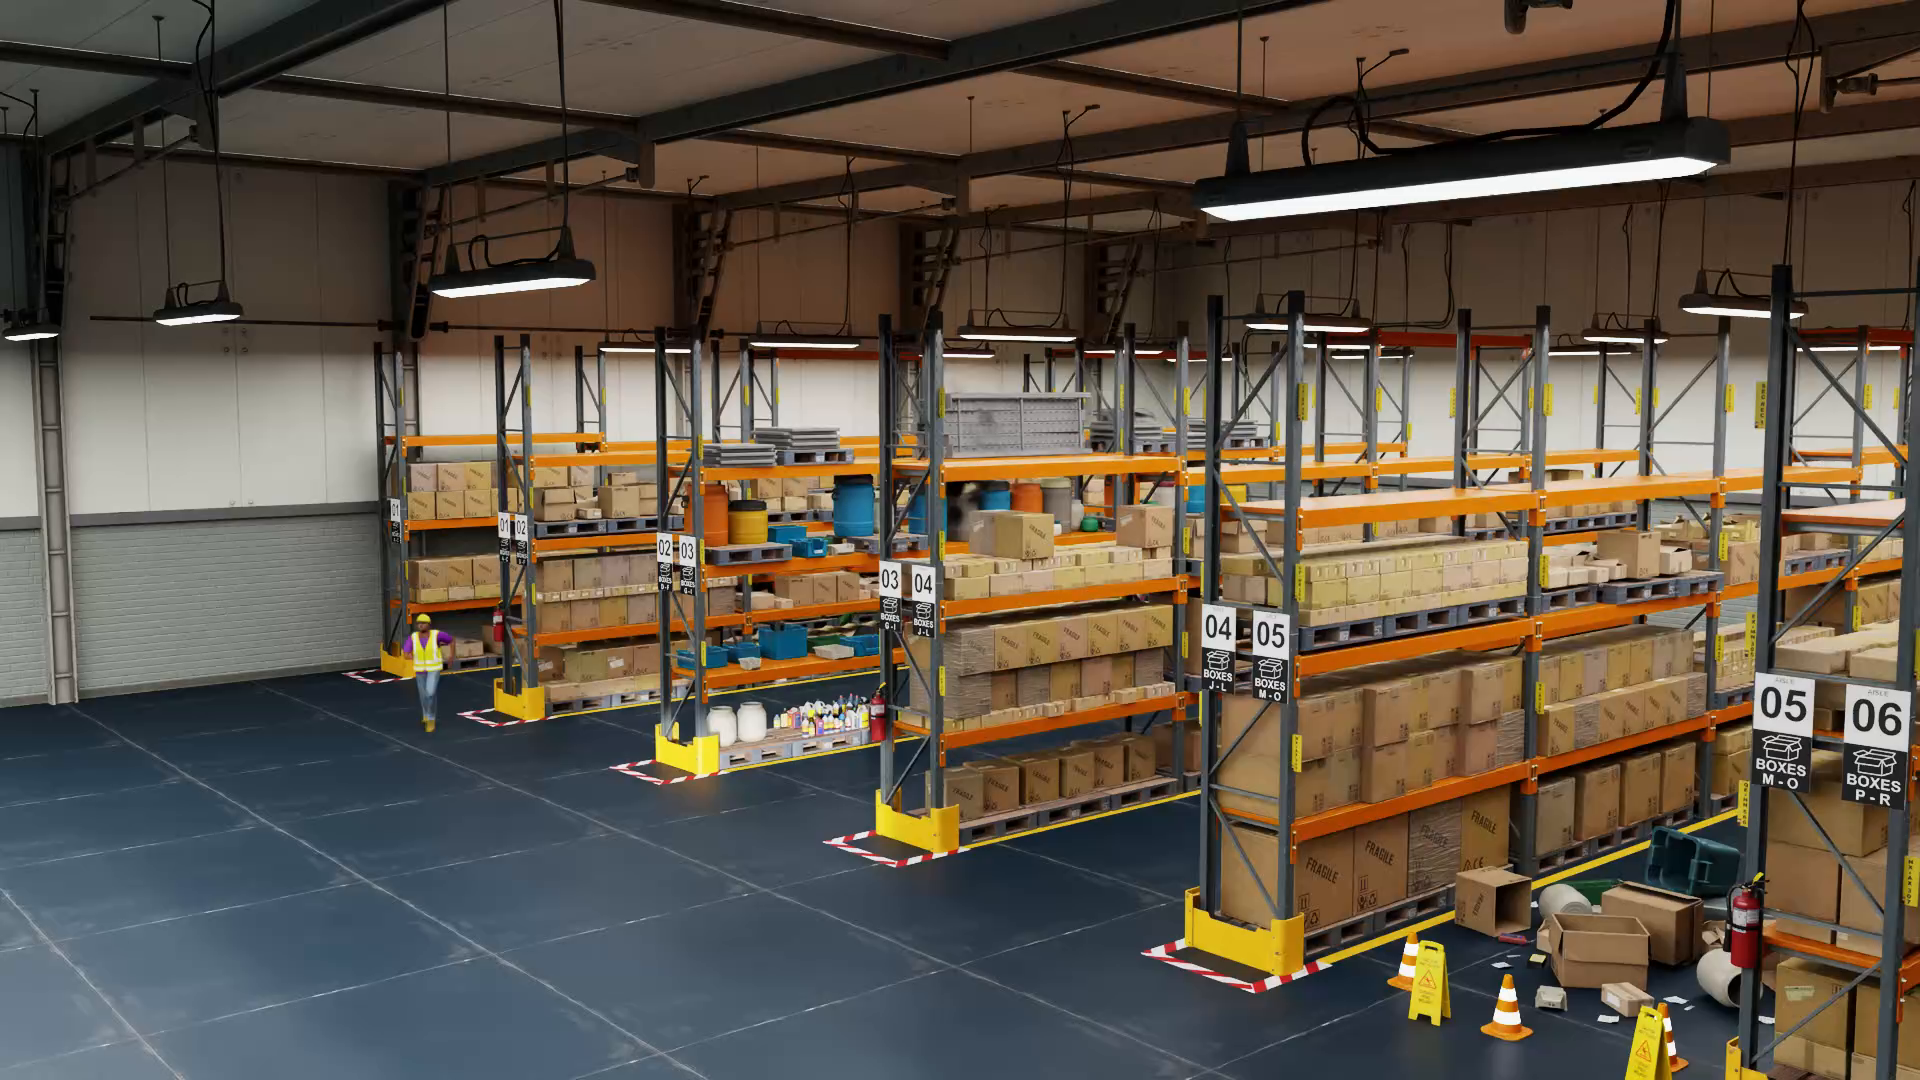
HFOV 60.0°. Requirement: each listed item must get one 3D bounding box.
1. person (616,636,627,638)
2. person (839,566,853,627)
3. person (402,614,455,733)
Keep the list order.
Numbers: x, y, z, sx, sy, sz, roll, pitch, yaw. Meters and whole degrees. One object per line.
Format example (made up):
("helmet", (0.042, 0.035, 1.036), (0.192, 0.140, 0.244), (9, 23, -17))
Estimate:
("person", (-6.012, 1.607, 29.622), (0.908, 1.681, 0.564), (-5, 7, -41))
("person", (-2.194, 1.319, 32.509), (0.855, 1.833, 0.608), (-4, 7, -40))
("person", (-8.034, 2.001, 25.152), (0.714, 1.797, 0.883), (0, 5, -2))
